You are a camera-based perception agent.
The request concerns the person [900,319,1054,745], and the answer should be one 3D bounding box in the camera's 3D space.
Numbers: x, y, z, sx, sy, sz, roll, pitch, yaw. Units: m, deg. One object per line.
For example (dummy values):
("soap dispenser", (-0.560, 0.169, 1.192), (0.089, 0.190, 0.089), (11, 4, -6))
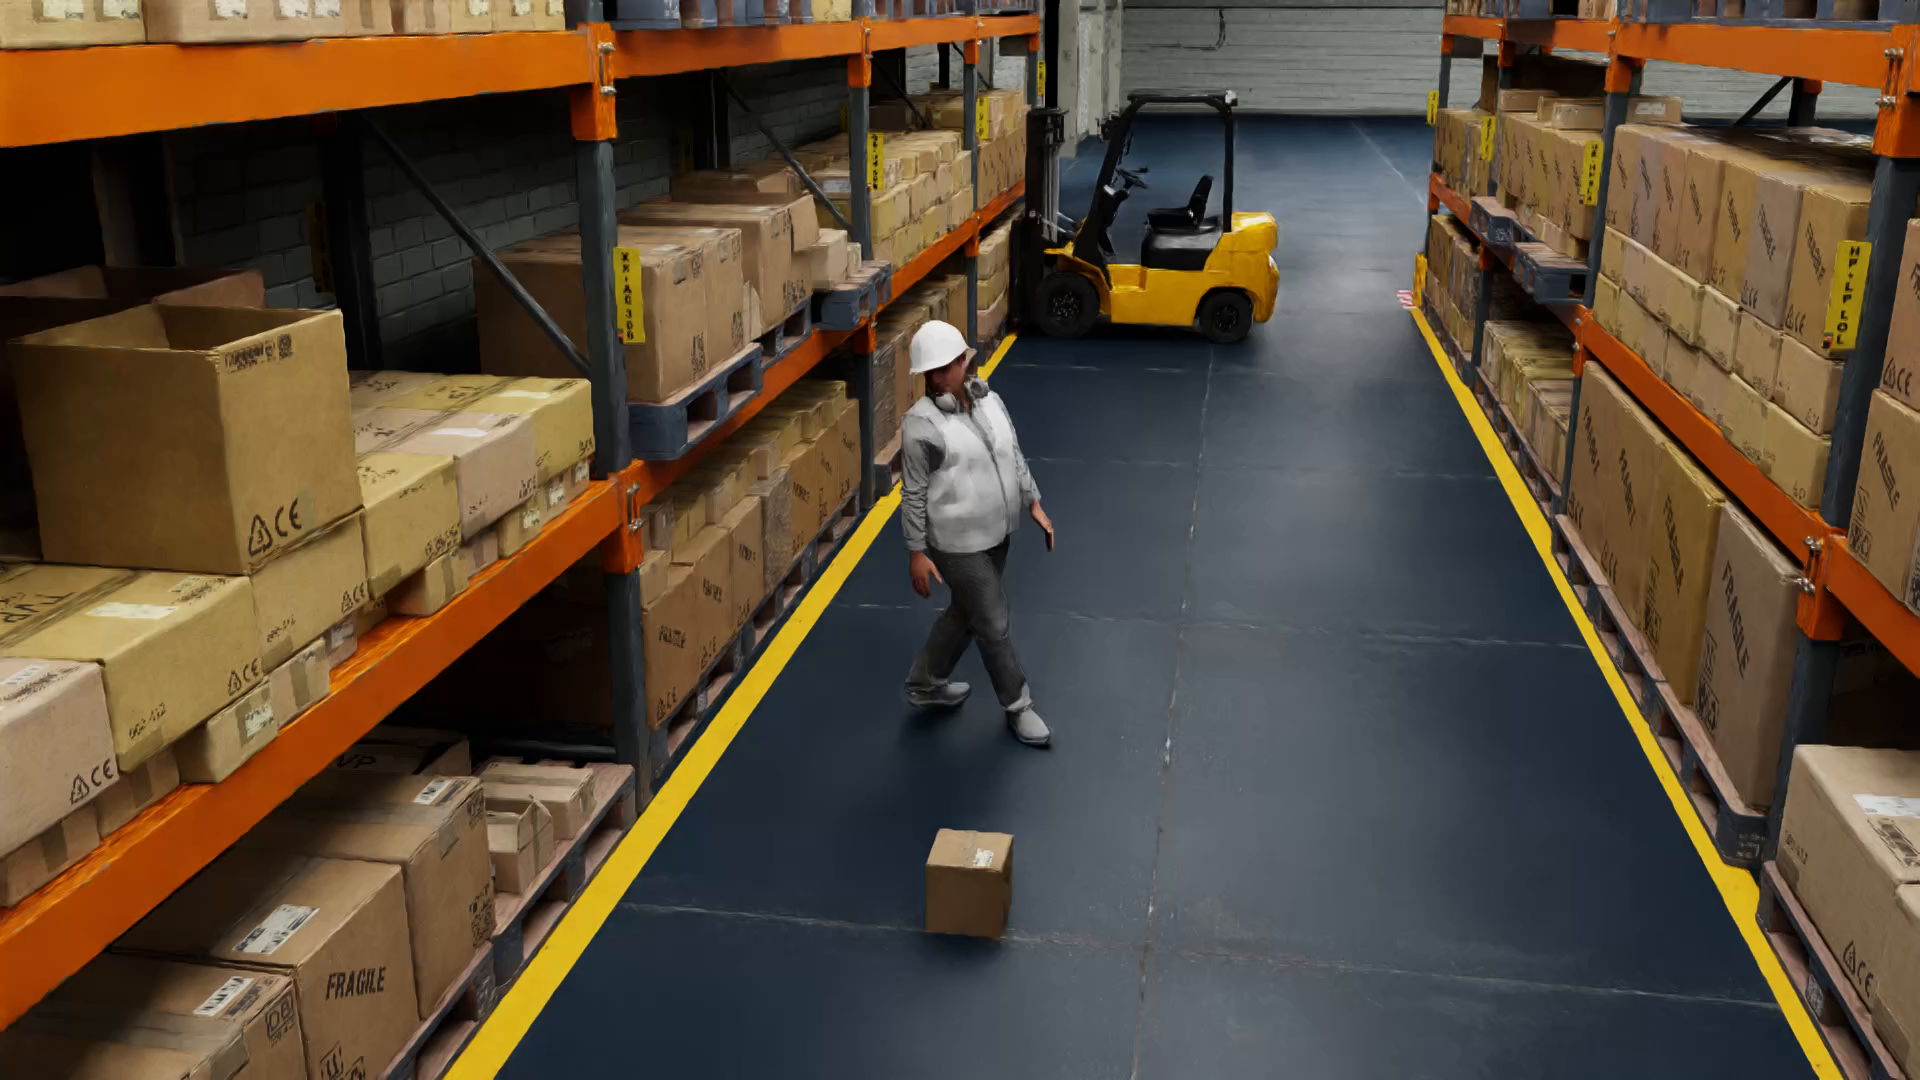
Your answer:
("person", (0.048, -0.024, 6.643), (0.681, 1.732, 0.573), (10, 20, 29))
